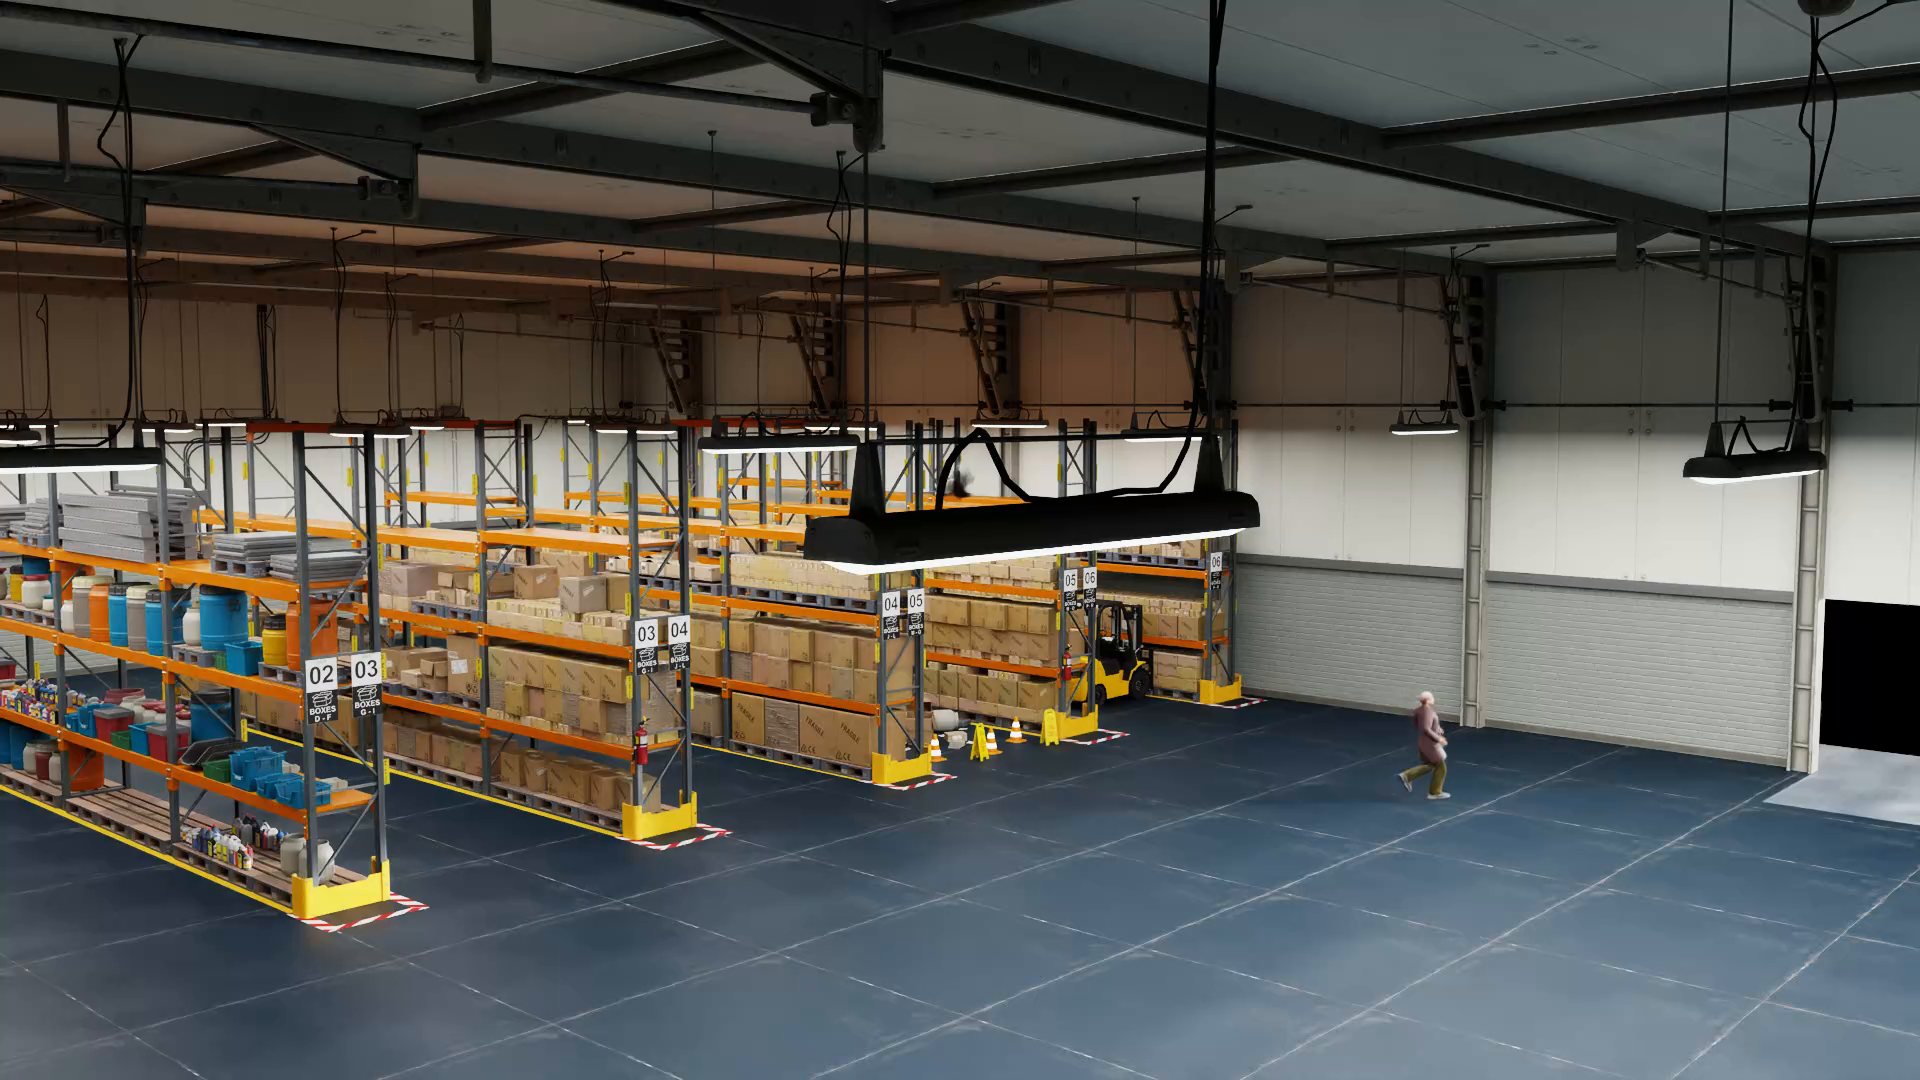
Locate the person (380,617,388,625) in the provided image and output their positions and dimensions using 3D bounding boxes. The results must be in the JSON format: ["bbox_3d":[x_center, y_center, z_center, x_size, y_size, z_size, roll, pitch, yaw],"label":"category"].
[{"bbox_3d":[-13.673,2.260,39.400,0.677,1.808,0.678,2,5,22],"label":"person"}]

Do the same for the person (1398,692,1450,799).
[{"bbox_3d":[7.463,3.288,26.617,0.826,1.735,0.715,0,5,-6],"label":"person"}]
